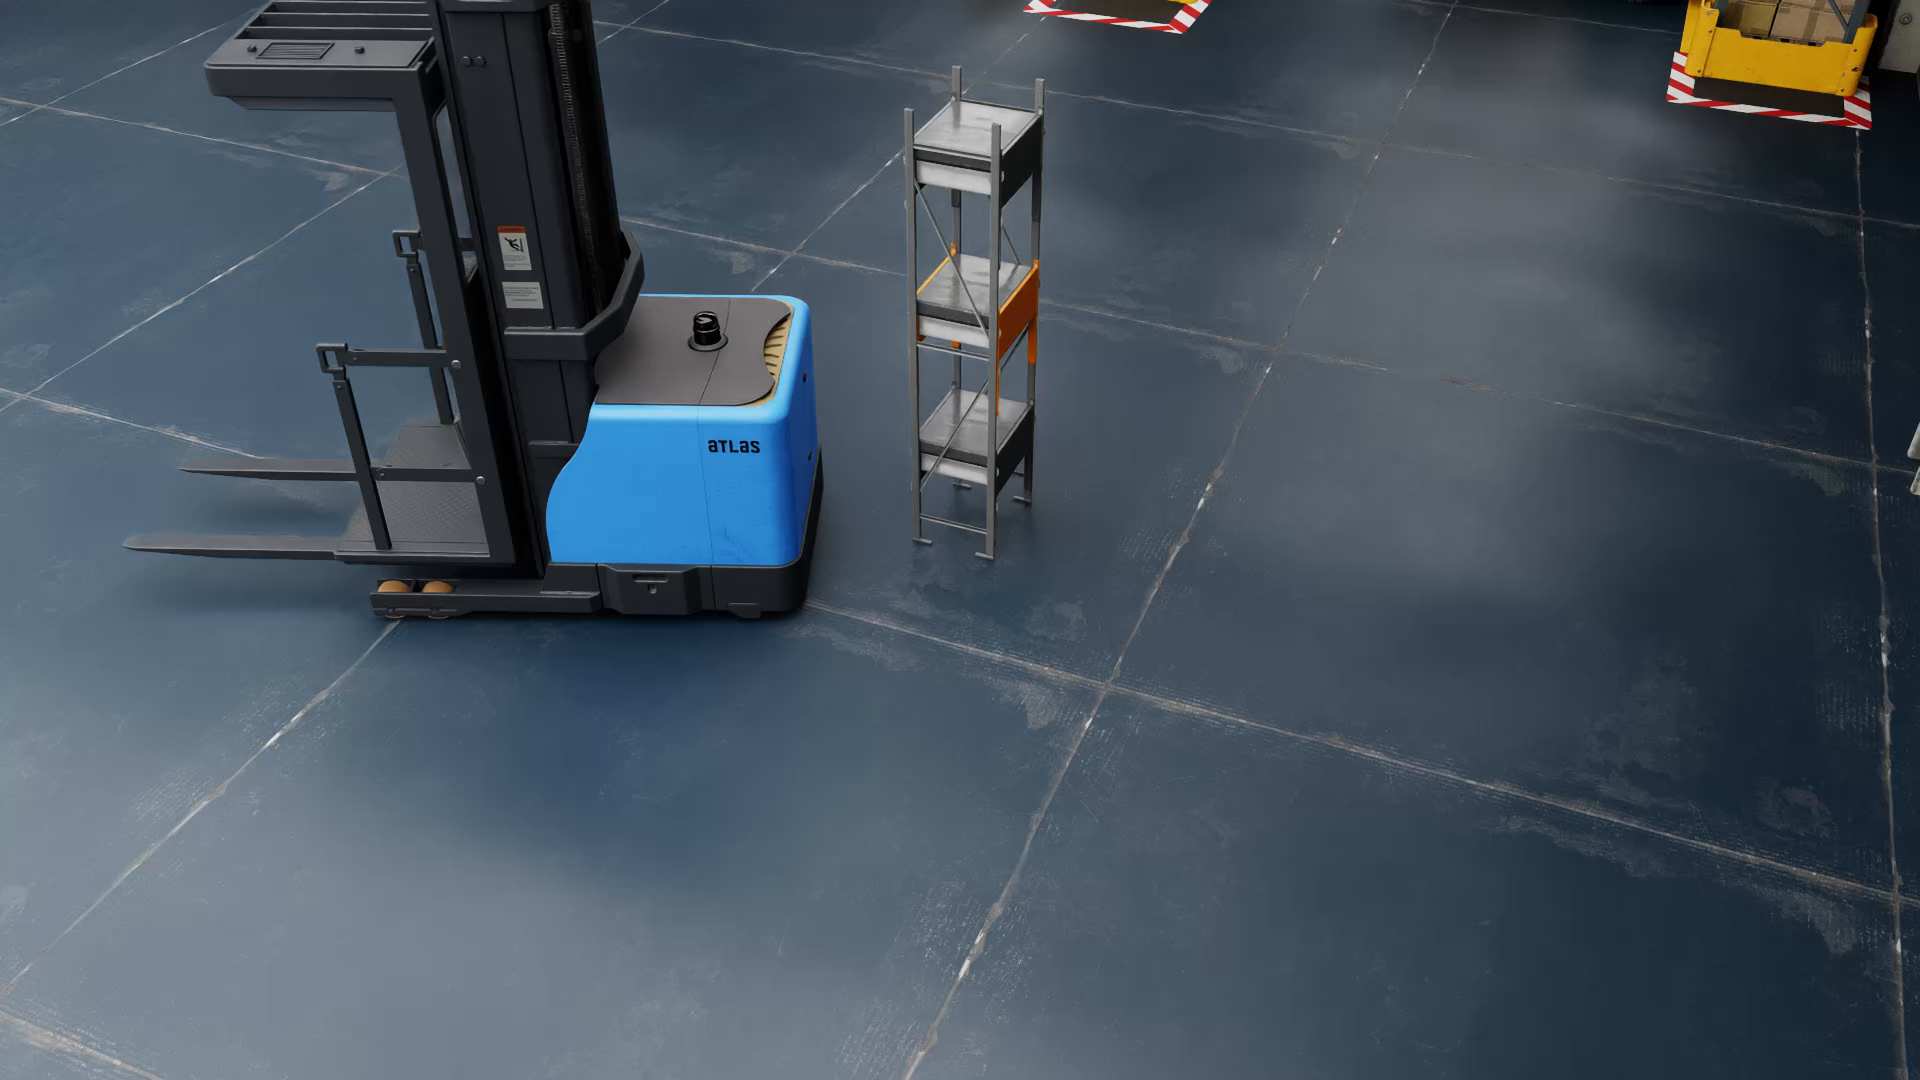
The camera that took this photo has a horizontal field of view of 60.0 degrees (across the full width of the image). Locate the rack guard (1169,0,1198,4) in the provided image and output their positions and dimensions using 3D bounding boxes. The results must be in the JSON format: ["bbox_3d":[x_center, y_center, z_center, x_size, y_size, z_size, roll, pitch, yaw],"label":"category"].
[{"bbox_3d":[1.446,-4.814,13.773,1.175,0.500,0.348,14,39,18],"label":"rack guard"}]

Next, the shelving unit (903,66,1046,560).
[{"bbox_3d":[0.063,-0.933,7.244,0.431,2.100,0.503,14,39,18],"label":"shelving unit"}]

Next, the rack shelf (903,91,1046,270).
[{"bbox_3d":[0.063,-1.482,6.833,0.431,0.518,0.480,14,39,18],"label":"rack shelf"}]

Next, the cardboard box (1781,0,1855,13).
[{"bbox_3d":[6.380,-4.124,12.291,0.500,0.250,0.500,15,39,19],"label":"cardboard box"}]

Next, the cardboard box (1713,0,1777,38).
[{"bbox_3d":[5.895,-4.043,12.600,0.500,0.250,0.500,14,39,18],"label":"cardboard box"}]

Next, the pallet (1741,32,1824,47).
[{"bbox_3d":[6.261,-3.960,12.872,1.003,0.211,1.213,14,39,18],"label":"pallet"}]

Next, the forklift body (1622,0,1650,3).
[{"bbox_3d":[5.043,-5.770,13.673,2.313,2.155,1.214,14,39,18],"label":"forklift body"}]

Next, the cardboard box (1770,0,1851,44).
[{"bbox_3d":[6.376,-3.939,12.460,0.500,0.250,0.500,14,39,18],"label":"cardboard box"}]

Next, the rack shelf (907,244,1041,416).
[{"bbox_3d":[0.063,-0.922,7.252,0.431,0.518,0.480,14,39,18],"label":"rack shelf"}]

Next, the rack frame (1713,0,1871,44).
[{"bbox_3d":[6.009,-4.644,11.458,1.000,3.000,0.127,14,39,18],"label":"rack frame"}]

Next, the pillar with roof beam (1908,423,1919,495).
[{"bbox_3d":[0.843,-4.886,6.771,9.100,9.000,0.400,14,39,18],"label":"pillar with roof beam"}]

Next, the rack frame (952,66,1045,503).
[{"bbox_3d":[0.156,-1.068,7.425,0.400,2.100,0.015,14,39,18],"label":"rack frame"}]

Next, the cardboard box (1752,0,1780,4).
[{"bbox_3d":[5.905,-4.252,12.462,0.500,0.250,0.500,13,39,17],"label":"cardboard box"}]

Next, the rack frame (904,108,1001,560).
[{"bbox_3d":[-0.030,-0.798,7.063,0.400,2.100,0.015,14,39,18],"label":"rack frame"}]

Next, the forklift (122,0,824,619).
[{"bbox_3d":[-2.181,-1.143,6.831,3.031,2.935,1.130,1,37,1],"label":"forklift"}]

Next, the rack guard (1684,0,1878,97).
[{"bbox_3d":[6.000,-3.630,12.189,1.175,0.500,0.348,14,39,18],"label":"rack guard"}]

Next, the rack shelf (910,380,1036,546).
[{"bbox_3d":[0.063,-0.361,7.671,0.431,0.518,0.480,14,39,18],"label":"rack shelf"}]
